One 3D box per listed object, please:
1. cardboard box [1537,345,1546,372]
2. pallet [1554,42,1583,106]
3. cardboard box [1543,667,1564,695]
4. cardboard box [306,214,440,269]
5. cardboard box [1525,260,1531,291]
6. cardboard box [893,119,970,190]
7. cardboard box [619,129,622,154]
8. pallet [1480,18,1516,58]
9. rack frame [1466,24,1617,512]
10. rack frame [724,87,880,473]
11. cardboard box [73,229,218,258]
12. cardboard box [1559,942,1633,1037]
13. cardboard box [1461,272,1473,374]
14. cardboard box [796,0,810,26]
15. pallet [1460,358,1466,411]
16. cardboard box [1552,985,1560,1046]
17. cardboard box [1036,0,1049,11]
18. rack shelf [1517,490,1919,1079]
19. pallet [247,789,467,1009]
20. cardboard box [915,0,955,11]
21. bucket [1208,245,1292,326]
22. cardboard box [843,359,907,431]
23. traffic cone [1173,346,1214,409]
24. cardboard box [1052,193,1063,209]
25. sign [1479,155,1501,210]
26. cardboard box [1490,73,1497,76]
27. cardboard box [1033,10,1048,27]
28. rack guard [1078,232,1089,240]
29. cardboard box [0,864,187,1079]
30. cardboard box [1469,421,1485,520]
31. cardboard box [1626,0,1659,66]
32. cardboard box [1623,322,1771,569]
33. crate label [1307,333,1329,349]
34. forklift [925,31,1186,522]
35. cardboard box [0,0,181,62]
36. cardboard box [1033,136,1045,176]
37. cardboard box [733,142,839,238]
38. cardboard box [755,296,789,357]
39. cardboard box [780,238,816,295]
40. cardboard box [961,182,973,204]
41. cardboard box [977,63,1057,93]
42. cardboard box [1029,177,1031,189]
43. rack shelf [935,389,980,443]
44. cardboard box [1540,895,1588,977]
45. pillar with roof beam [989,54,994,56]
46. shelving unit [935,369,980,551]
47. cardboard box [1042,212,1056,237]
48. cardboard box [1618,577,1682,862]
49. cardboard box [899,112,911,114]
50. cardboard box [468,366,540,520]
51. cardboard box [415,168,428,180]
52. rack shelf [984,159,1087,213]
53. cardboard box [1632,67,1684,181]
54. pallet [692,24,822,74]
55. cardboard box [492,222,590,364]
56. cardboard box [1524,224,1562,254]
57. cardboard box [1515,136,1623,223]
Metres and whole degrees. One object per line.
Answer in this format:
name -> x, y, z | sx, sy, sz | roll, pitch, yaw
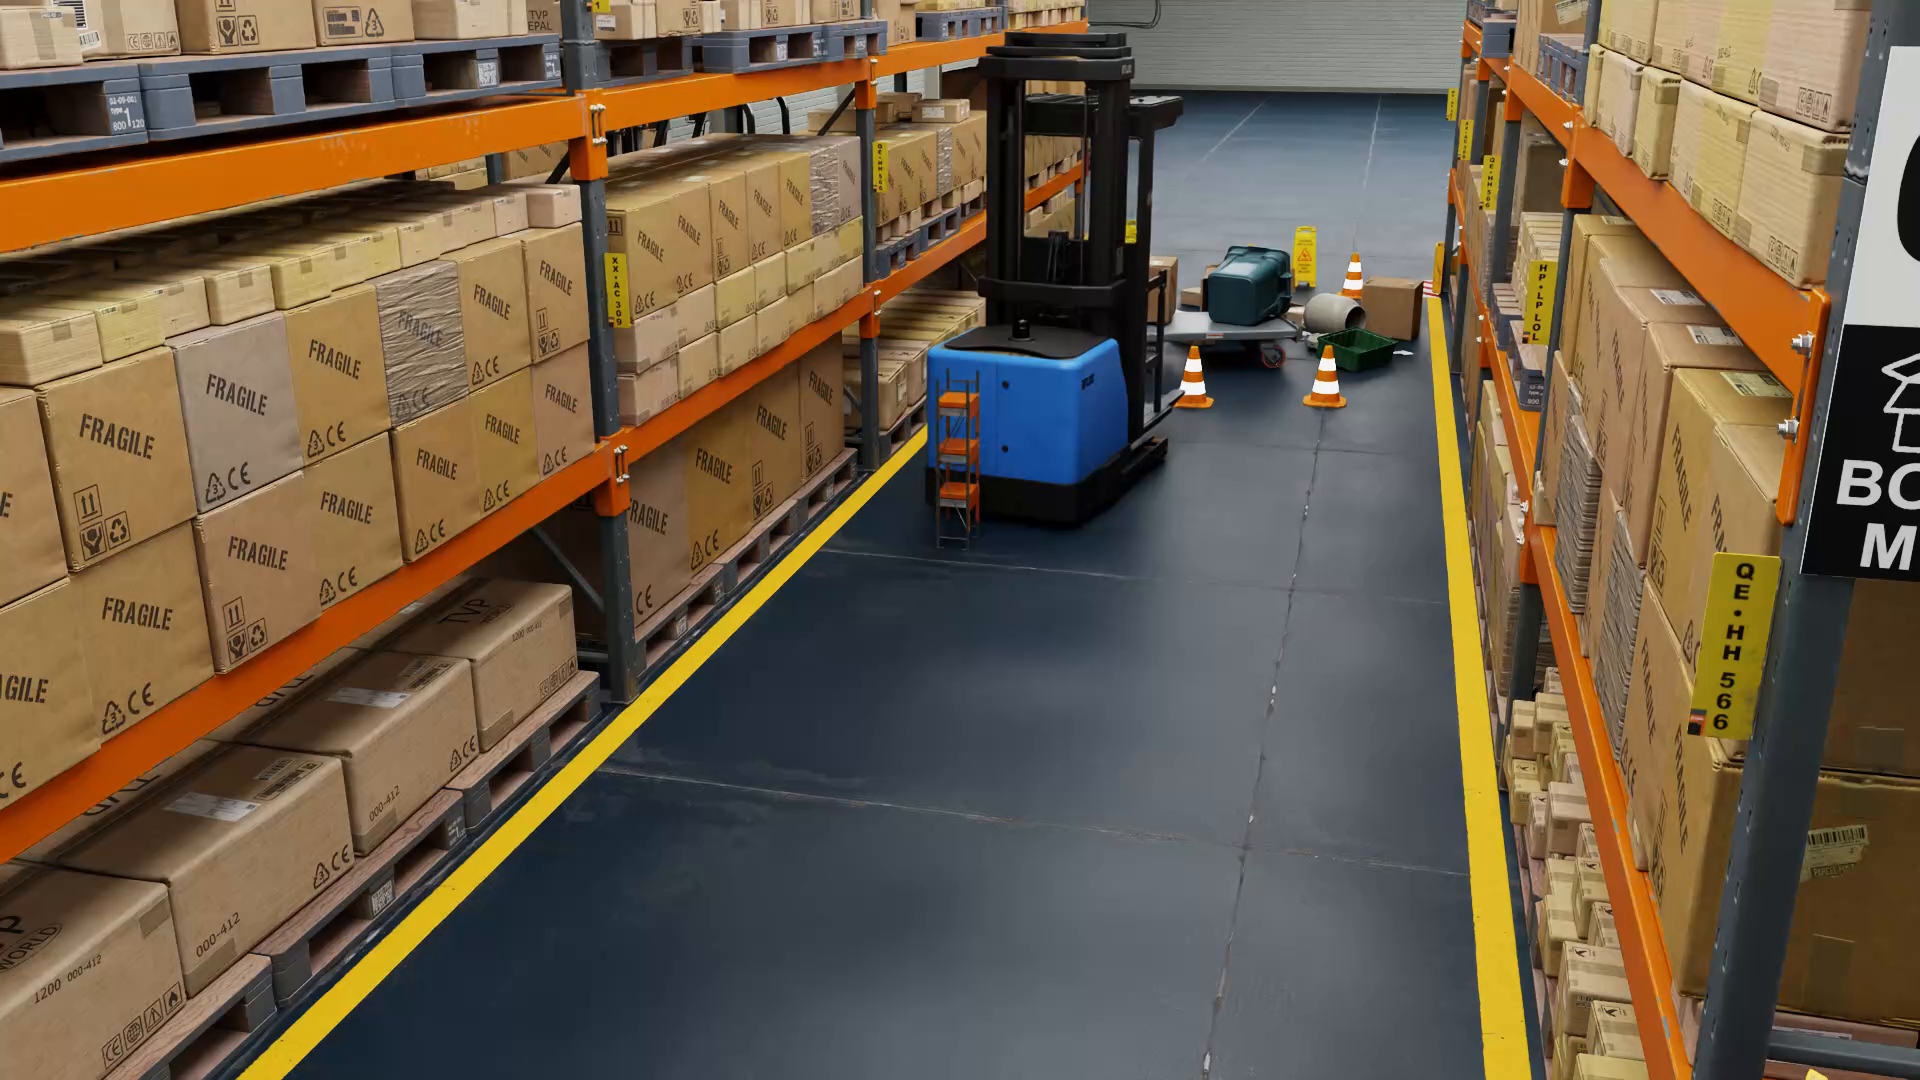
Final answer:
cardboard box -> 2.941, -0.873, 7.843 | 0.380, 0.149, 0.250 | 4, 19, 11
pallet -> 3.040, -1.844, 6.594 | 1.213, 0.211, 1.003 | 5, 19, 13
cardboard box -> 2.501, 0.633, 6.535 | 0.380, 0.149, 0.250 | 5, 20, 16
cardboard box -> -2.116, -1.079, 6.002 | 0.380, 0.149, 0.250 | 5, 19, 13
cardboard box -> 3.263, -1.418, 8.978 | 0.380, 0.149, 0.250 | 5, 19, 14
cardboard box -> -0.226, -3.102, 13.363 | 0.500, 0.500, 0.500 | 5, 20, 15
cardboard box -> -4.047, -4.389, 18.242 | 0.500, 0.500, 0.500 | 4, 19, 12
pallet -> 3.869, -3.118, 10.326 | 1.213, 0.211, 1.003 | 6, 20, 16
rack frame -> 3.763, -1.582, 10.177 | 1.000, 3.000, 0.127 | 5, 19, 13
rack frame -> -1.061, -1.941, 11.229 | 1.000, 3.000, 0.127 | 5, 19, 13
cardboard box -> -2.758, -0.960, 5.653 | 0.380, 0.149, 0.250 | 5, 19, 14
cardboard box -> 1.886, 1.279, 4.644 | 0.380, 0.149, 0.250 | 5, 20, 15
cardboard box -> 4.676, -1.768, 13.553 | 1.050, 0.750, 0.750 | 5, 19, 13
cardboard box -> -1.058, -3.036, 9.353 | 0.396, 0.266, 0.258 | 4, 19, 12
pallet -> 4.625, -1.268, 13.573 | 1.003, 0.211, 1.213 | 5, 19, 13
cardboard box -> 1.983, 1.483, 4.967 | 0.380, 0.149, 0.250 | 5, 19, 14
cardboard box -> 0.541, -5.118, 15.664 | 0.500, 0.250, 0.500 | 5, 19, 14
rack shelf -> 2.298, 0.639, 4.788 | 1.077, 0.370, 4.000 | 5, 19, 13
pallet -> -2.596, 1.248, 6.207 | 1.003, 0.211, 1.213 | 5, 19, 13
cardboard box -> -0.340, -4.229, 12.871 | 0.500, 0.250, 0.500 | 5, 19, 14
bucket -> 2.538, -2.230, 14.789 | 0.726, 0.611, 0.620 | 12, 32, 32
cardboard box -> -0.914, -1.072, 12.102 | 0.950, 0.372, 0.625 | 3, 19, 10
traffic cone -> 1.869, -1.325, 13.351 | 0.336, 0.463, 0.334 | 5, 19, 13
cardboard box -> 0.861, -3.537, 17.343 | 0.380, 0.149, 0.250 | 5, 19, 14
sign -> 3.224, -2.172, 10.116 | 0.100, 0.325, 0.005 | 5, 19, 13
cardboard box -> 5.273, -4.037, 15.463 | 0.875, 0.550, 0.500 | 5, 19, 13
cardboard box -> 0.630, -4.971, 15.848 | 0.380, 0.149, 0.250 | 4, 19, 12
rack guard -> 0.875, -3.242, 18.905 | 1.175, 0.500, 0.348 | 5, 19, 13
cardboard box -> -2.952, 1.366, 4.863 | 0.875, 0.438, 0.875 | 4, 19, 12
cardboard box -> 3.343, -0.396, 9.923 | 0.500, 0.500, 0.500 | 4, 19, 11
cardboard box -> 2.173, -1.469, 4.665 | 0.500, 0.250, 0.500 | 5, 19, 14
cardboard box -> 1.922, -0.221, 4.032 | 0.500, 0.500, 0.500 | 6, 20, 16
crate label -> 3.350, -1.817, 15.295 | 0.298, 0.136, 0.250 | -9, 21, -24
forklift -> 0.832, -1.935, 11.319 | 1.130, 2.935, 3.031 | 8, 20, 22
cardboard box -> -2.602, -1.522, 4.696 | 0.500, 0.311, 0.500 | 5, 19, 14
cardboard box -> 0.529, -3.814, 16.099 | 0.500, 0.500, 0.500 | 4, 19, 13
cardboard box -> -1.051, -2.117, 10.044 | 0.500, 0.500, 0.500 | 5, 19, 14
cardboard box -> -1.278, -1.211, 9.324 | 0.500, 0.250, 0.500 | 4, 19, 12
cardboard box -> -1.160, -1.611, 9.723 | 0.500, 0.250, 0.500 | 4, 19, 12
cardboard box -> -0.110, -2.846, 13.619 | 0.380, 0.149, 0.250 | 5, 19, 14
cardboard box -> 0.568, -4.461, 16.445 | 0.700, 0.500, 0.500 | 5, 19, 13
cardboard box -> 0.480, -3.479, 16.121 | 0.380, 0.149, 0.250 | 5, 19, 13
rack shelf -> -0.013, -0.739, 9.880 | 0.215, 0.259, 0.240 | 5, 19, 13
cardboard box -> 2.021, 1.254, 5.177 | 0.380, 0.149, 0.250 | 5, 19, 14
pillar with roof beam -> 5.073, -14.713, 39.342 | 9.100, 9.000, 0.400 | 5, 19, 13
shelving unit -> -0.013, -0.480, 9.969 | 0.215, 1.050, 0.252 | 5, 19, 13
cardboard box -> 0.696, -3.108, 17.089 | 0.500, 0.500, 0.500 | 4, 19, 12
cardboard box -> 1.800, 0.416, 3.715 | 0.500, 0.500, 0.500 | 4, 19, 12
cardboard box -> -0.477, -3.457, 14.404 | 0.500, 0.500, 0.500 | 5, 20, 15
cardboard box -> -2.024, -0.407, 6.584 | 0.500, 0.500, 0.500 | 4, 19, 12
cardboard box -> -5.019, -3.255, 14.536 | 0.500, 0.250, 0.500 | 5, 19, 14
rack shelf -> 0.405, -3.481, 16.851 | 1.077, 0.370, 4.000 | 5, 19, 13
cardboard box -> 2.026, -1.069, 4.269 | 0.500, 0.250, 0.500 | 6, 20, 16
pallet -> -1.437, -2.714, 9.145 | 1.003, 0.211, 1.213 | 6, 20, 16
cardboard box -> -1.886, -1.038, 6.884 | 0.500, 0.500, 0.500 | 4, 19, 13
cardboard box -> 3.335, -1.652, 9.203 | 0.380, 0.149, 0.250 | 5, 19, 13
cardboard box -> 3.883, -2.242, 10.409 | 0.700, 0.500, 0.500 | 5, 19, 13
